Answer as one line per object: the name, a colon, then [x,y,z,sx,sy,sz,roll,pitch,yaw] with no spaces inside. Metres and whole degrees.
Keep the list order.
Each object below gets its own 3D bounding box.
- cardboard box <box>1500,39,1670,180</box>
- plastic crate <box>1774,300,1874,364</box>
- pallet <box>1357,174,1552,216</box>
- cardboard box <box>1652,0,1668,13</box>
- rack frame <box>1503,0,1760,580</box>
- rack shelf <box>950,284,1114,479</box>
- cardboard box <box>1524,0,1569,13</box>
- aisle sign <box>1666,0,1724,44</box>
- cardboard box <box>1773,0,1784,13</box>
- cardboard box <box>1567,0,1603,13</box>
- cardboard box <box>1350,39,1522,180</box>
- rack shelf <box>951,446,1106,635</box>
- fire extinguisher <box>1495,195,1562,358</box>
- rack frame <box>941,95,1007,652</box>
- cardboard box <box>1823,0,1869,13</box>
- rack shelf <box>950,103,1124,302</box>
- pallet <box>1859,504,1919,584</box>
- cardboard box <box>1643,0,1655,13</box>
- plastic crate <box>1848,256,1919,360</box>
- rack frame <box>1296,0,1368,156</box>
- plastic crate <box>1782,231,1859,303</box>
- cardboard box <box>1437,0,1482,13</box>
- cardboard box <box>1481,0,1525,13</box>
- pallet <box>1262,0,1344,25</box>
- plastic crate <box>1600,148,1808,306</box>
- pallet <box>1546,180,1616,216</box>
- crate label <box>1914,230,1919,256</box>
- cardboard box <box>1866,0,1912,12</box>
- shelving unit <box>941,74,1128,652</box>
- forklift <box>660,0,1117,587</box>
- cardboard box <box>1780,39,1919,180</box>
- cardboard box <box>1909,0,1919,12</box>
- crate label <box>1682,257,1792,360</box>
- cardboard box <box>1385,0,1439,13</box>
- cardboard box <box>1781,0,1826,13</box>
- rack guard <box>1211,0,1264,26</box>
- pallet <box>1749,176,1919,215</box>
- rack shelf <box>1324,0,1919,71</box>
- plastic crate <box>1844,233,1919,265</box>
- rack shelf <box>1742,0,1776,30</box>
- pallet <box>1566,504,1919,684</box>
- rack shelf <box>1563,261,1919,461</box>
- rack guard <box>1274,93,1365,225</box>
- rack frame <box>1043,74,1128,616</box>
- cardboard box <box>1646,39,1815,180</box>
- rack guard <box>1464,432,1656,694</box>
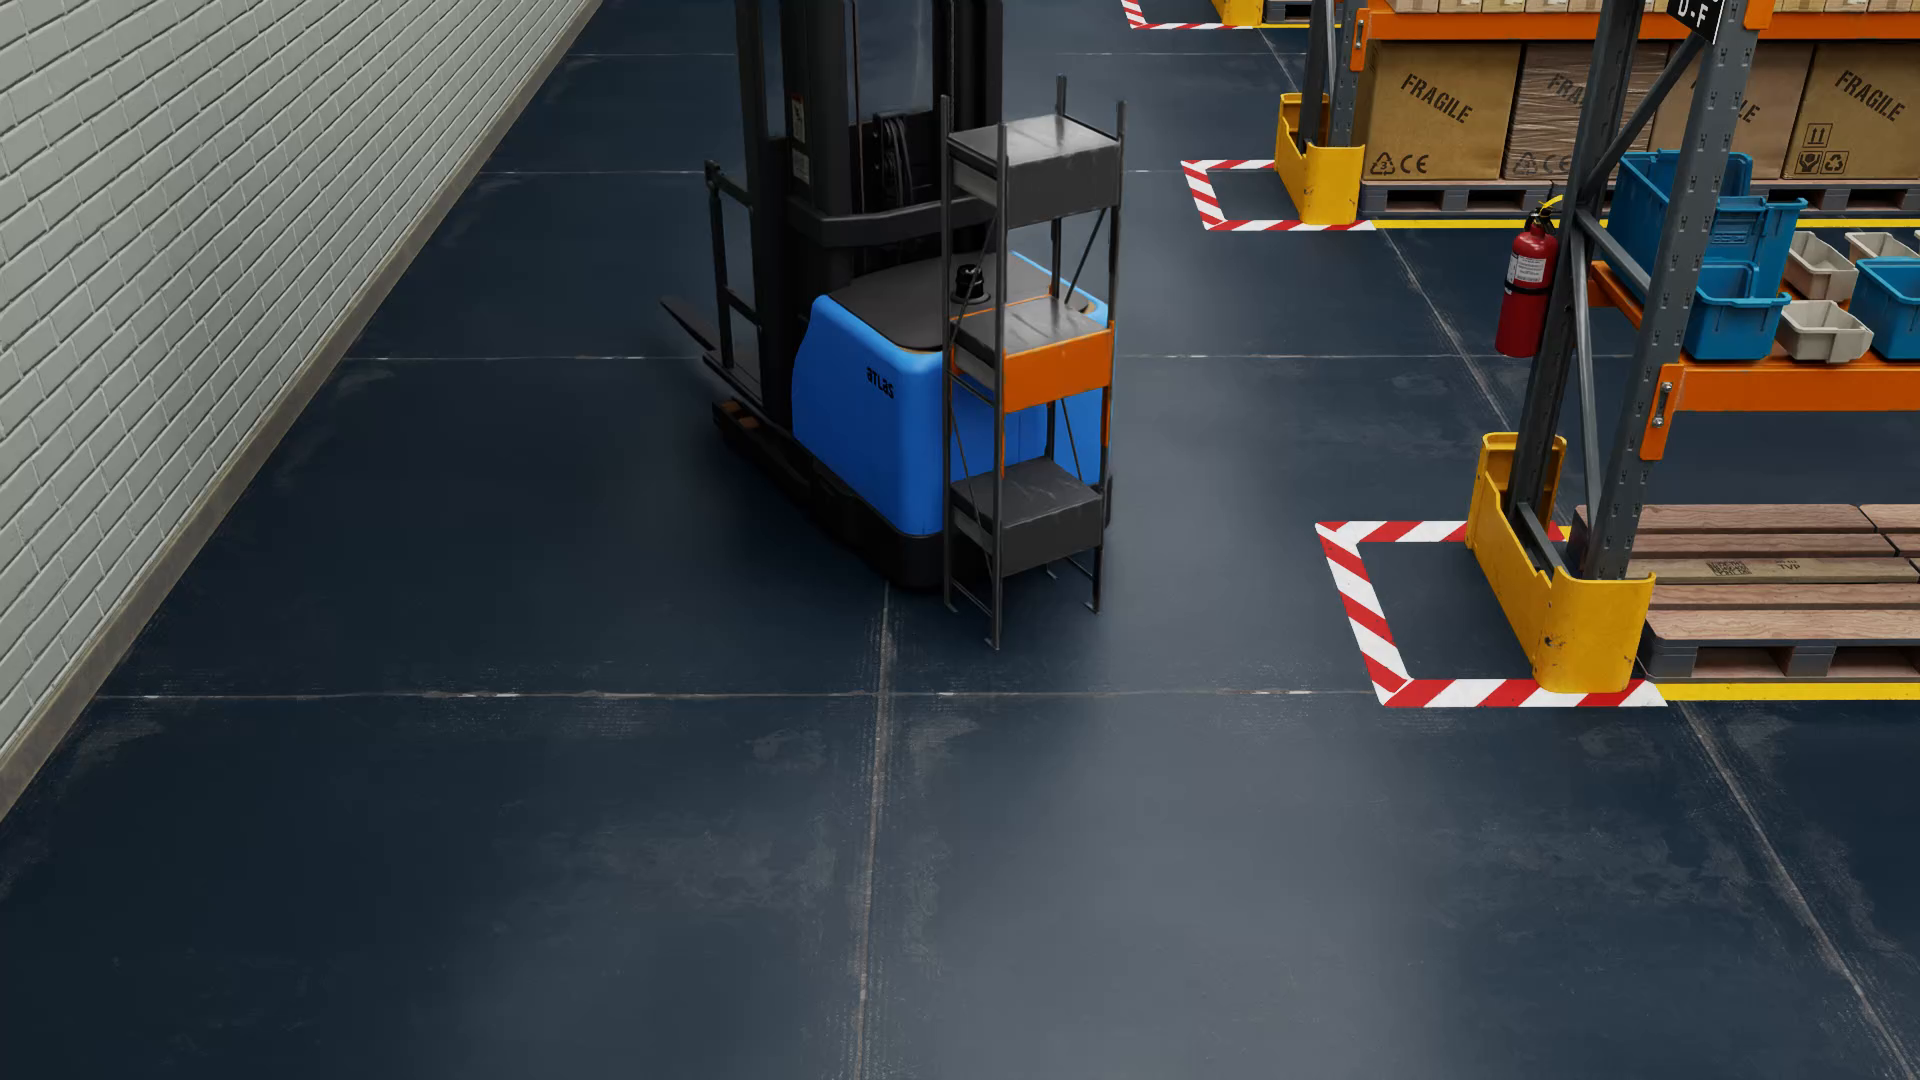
cardboard box: [3.915,-2.899,10.780,0.875,0.875,0.875,0,31,0]
plastic crate: [2.966,-0.713,5.730,0.298,0.136,0.250,0,31,0]
pallet: [3.165,-2.432,11.056,1.213,0.211,1.003,0,31,0]
cardboard box: [4.261,-3.310,10.055,0.250,0.149,0.380,-1,31,-2]
rack frame: [2.396,-1.012,6.027,0.127,3.000,1.000,0,31,0]
rack shelf: [0.252,-0.603,6.245,0.480,0.518,0.431,-18,35,-26]
cardboard box: [3.496,-3.308,10.053,0.250,0.149,0.380,-1,31,-1]
aisle sign: [2.325,-1.969,5.098,0.004,0.787,0.394,0,31,0]
cardboard box: [4.778,-3.312,10.058,0.250,0.149,0.380,-1,31,-1]
cardboard box: [3.750,-3.308,10.053,0.250,0.149,0.380,-1,31,-1]
cardboard box: [3.005,-2.896,10.775,0.875,0.875,0.875,0,31,0]
rack shelf: [0.252,-0.004,6.608,0.480,0.518,0.431,-18,35,-26]
fire extinguisher: [2.242,-1.055,6.531,0.183,0.674,0.296,0,31,0]
rack frame: [0.044,-0.548,6.129,0.015,2.100,0.400,-18,35,-26]
cardboard box: [5.291,-3.313,10.061,0.250,0.149,0.380,0,31,1]
rack shelf: [0.252,-1.201,5.882,0.480,0.518,0.431,-18,35,-26]
pallet: [4.437,0.195,6.725,1.213,0.211,1.003,0,31,0]
cardboard box: [4.008,-3.309,10.055,0.250,0.149,0.380,0,31,-1]
plastic crate: [3.303,-0.798,5.778,0.300,0.233,0.416,0,31,0]
rack frame: [2.366,-3.582,10.261,0.127,3.000,1.000,0,31,0]
plastic crate: [3.210,-1.022,6.239,0.243,0.136,0.396,0,31,0]
cardboard box: [2.979,-3.306,10.049,0.250,0.149,0.380,-1,31,-1]
cardboard box: [3.235,-3.307,10.050,0.250,0.149,0.380,-1,31,-1]
pallet: [3.325,-4.947,15.200,1.213,0.211,1.003,0,31,0]
plastic crate: [2.729,-1.151,6.163,0.499,0.435,0.616,0,31,0]
pallet: [4.382,-2.435,11.059,1.213,0.211,1.003,0,31,0]
crate label: [3.778,-1.029,6.250,0.243,0.136,0.396,0,31,0]
cardboard box: [5.549,-3.314,10.063,0.250,0.149,0.380,-1,31,-1]
shelving unit: [0.252,-0.614,6.238,0.503,2.100,0.431,-18,35,-26]
forklift: [-0.543,-1.788,7.371,1.130,2.935,3.031,-18,35,-26]
cardboard box: [5.705,-2.905,10.789,0.875,0.875,0.875,0,31,0]
cardboard box: [5.805,-3.315,10.064,0.250,0.149,0.380,0,31,1]
crate label: [2.644,-0.796,5.774,0.303,0.233,0.416,0,31,0]
cardboard box: [2.723,-3.304,10.046,0.250,0.149,0.380,0,31,0]
cardboard box: [5.034,-3.312,10.060,0.250,0.149,0.380,0,31,1]
rack guard: [2.513,-5.086,15.151,0.348,0.500,1.175,0,31,0]
pallet: [5.605,-2.440,11.068,1.213,0.211,1.003,0,31,0]
rack shelf: [4.366,-3.280,10.458,4.000,0.370,1.077,0,31,0]
plastic crate: [3.500,-1.015,6.228,0.243,0.136,0.396,0,31,0]
rack shelf: [4.396,-1.993,5.446,4.000,0.370,1.077,0,31,0]
pallet: [3.220,0.197,6.721,1.213,0.211,1.003,0,31,0]
rack shelf: [4.396,-0.711,6.224,4.000,0.370,1.077,0,31,0]
rack guard: [2.342,-2.513,10.910,0.348,0.500,1.175,0,31,0]
rack frame: [0.460,-0.680,6.347,0.015,2.100,0.400,-18,35,-26]
cardboard box: [4.805,-2.902,10.784,0.875,0.875,0.875,0,31,0]
rack guard: [2.372,0.063,6.664,0.348,0.500,1.175,0,31,0]
